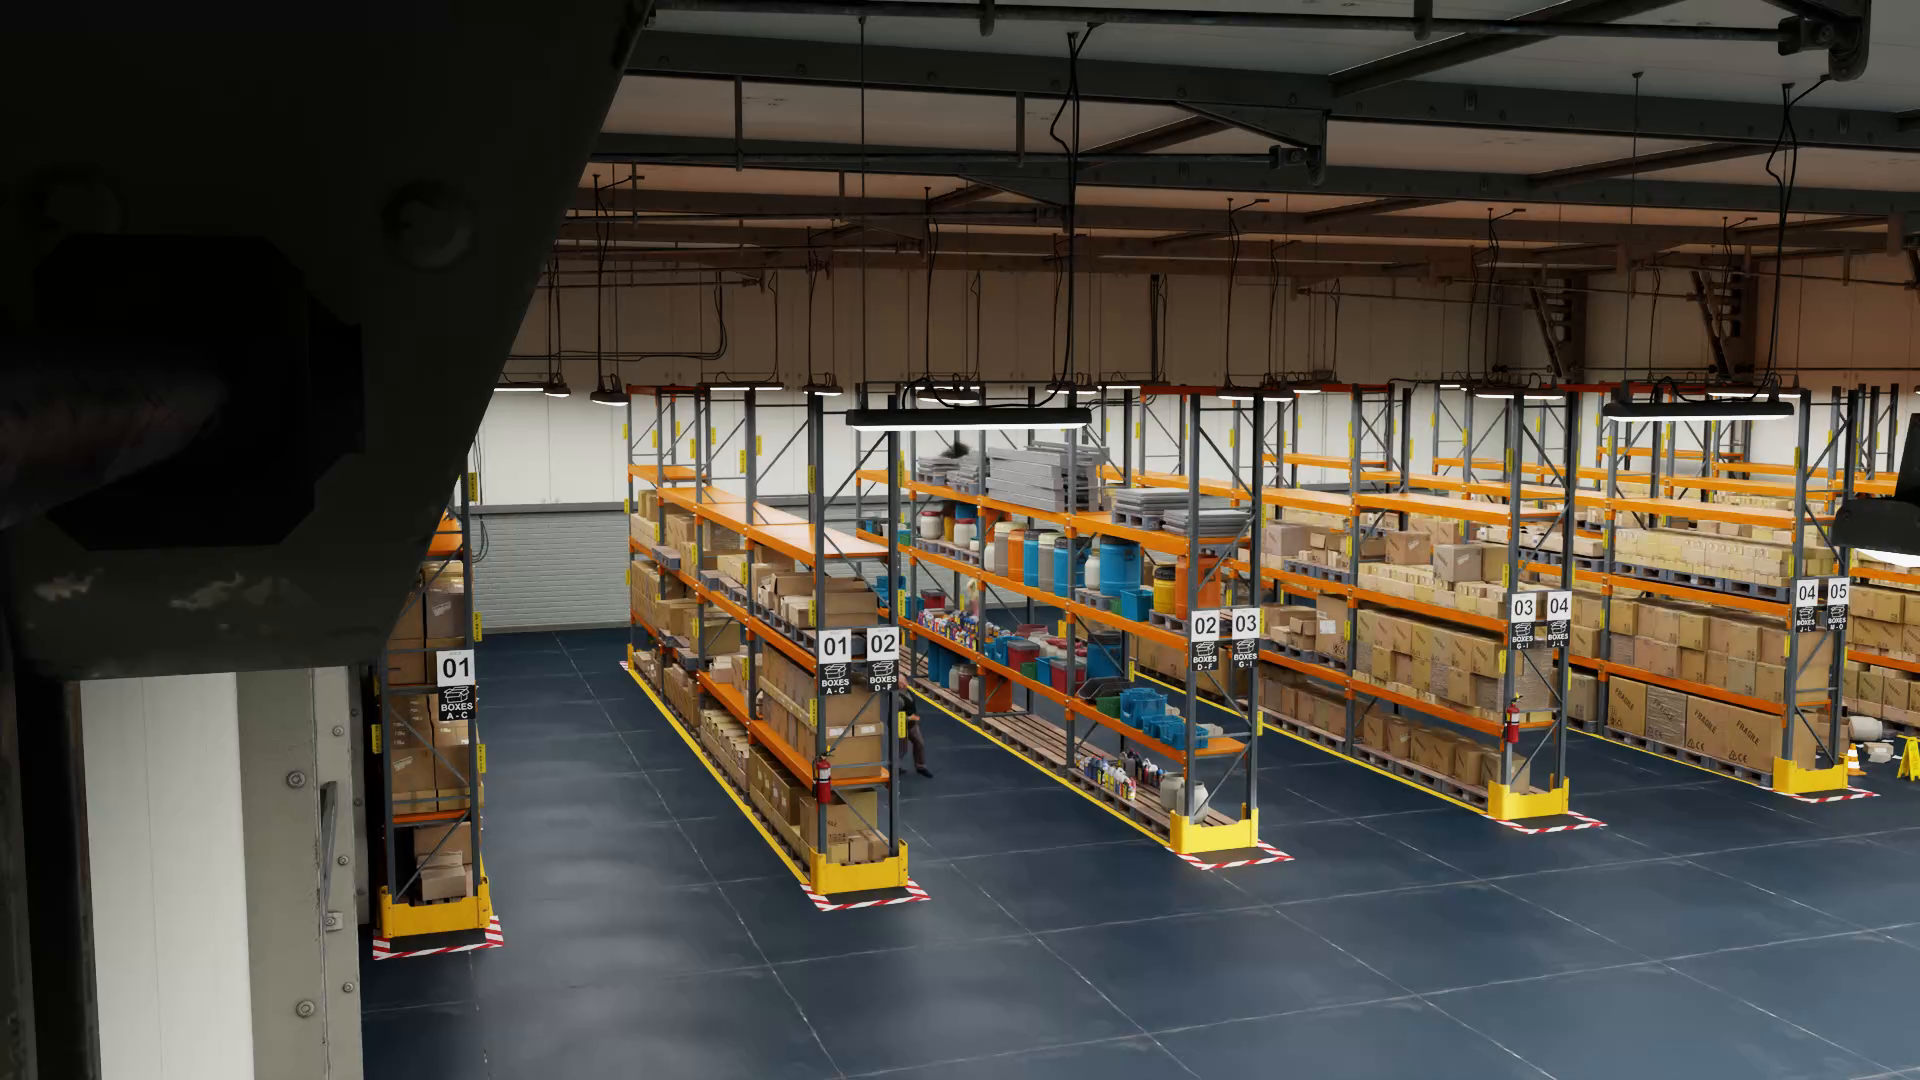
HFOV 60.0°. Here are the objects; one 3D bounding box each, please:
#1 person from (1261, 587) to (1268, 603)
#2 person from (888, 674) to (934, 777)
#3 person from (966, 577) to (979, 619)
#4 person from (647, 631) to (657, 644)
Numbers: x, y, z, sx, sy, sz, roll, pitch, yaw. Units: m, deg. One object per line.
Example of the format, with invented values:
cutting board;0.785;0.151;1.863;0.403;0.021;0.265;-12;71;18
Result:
person;7.470;1.263;41.084;0.929;1.735;0.718;-1;6;-11
person;-0.870;2.876;25.584;0.674;1.712;0.827;3;7;27
person;0.312;1.463;39.448;0.549;1.620;0.661;2;6;15
person;-6.859;1.546;37.788;0.739;1.787;0.612;5;8;39
